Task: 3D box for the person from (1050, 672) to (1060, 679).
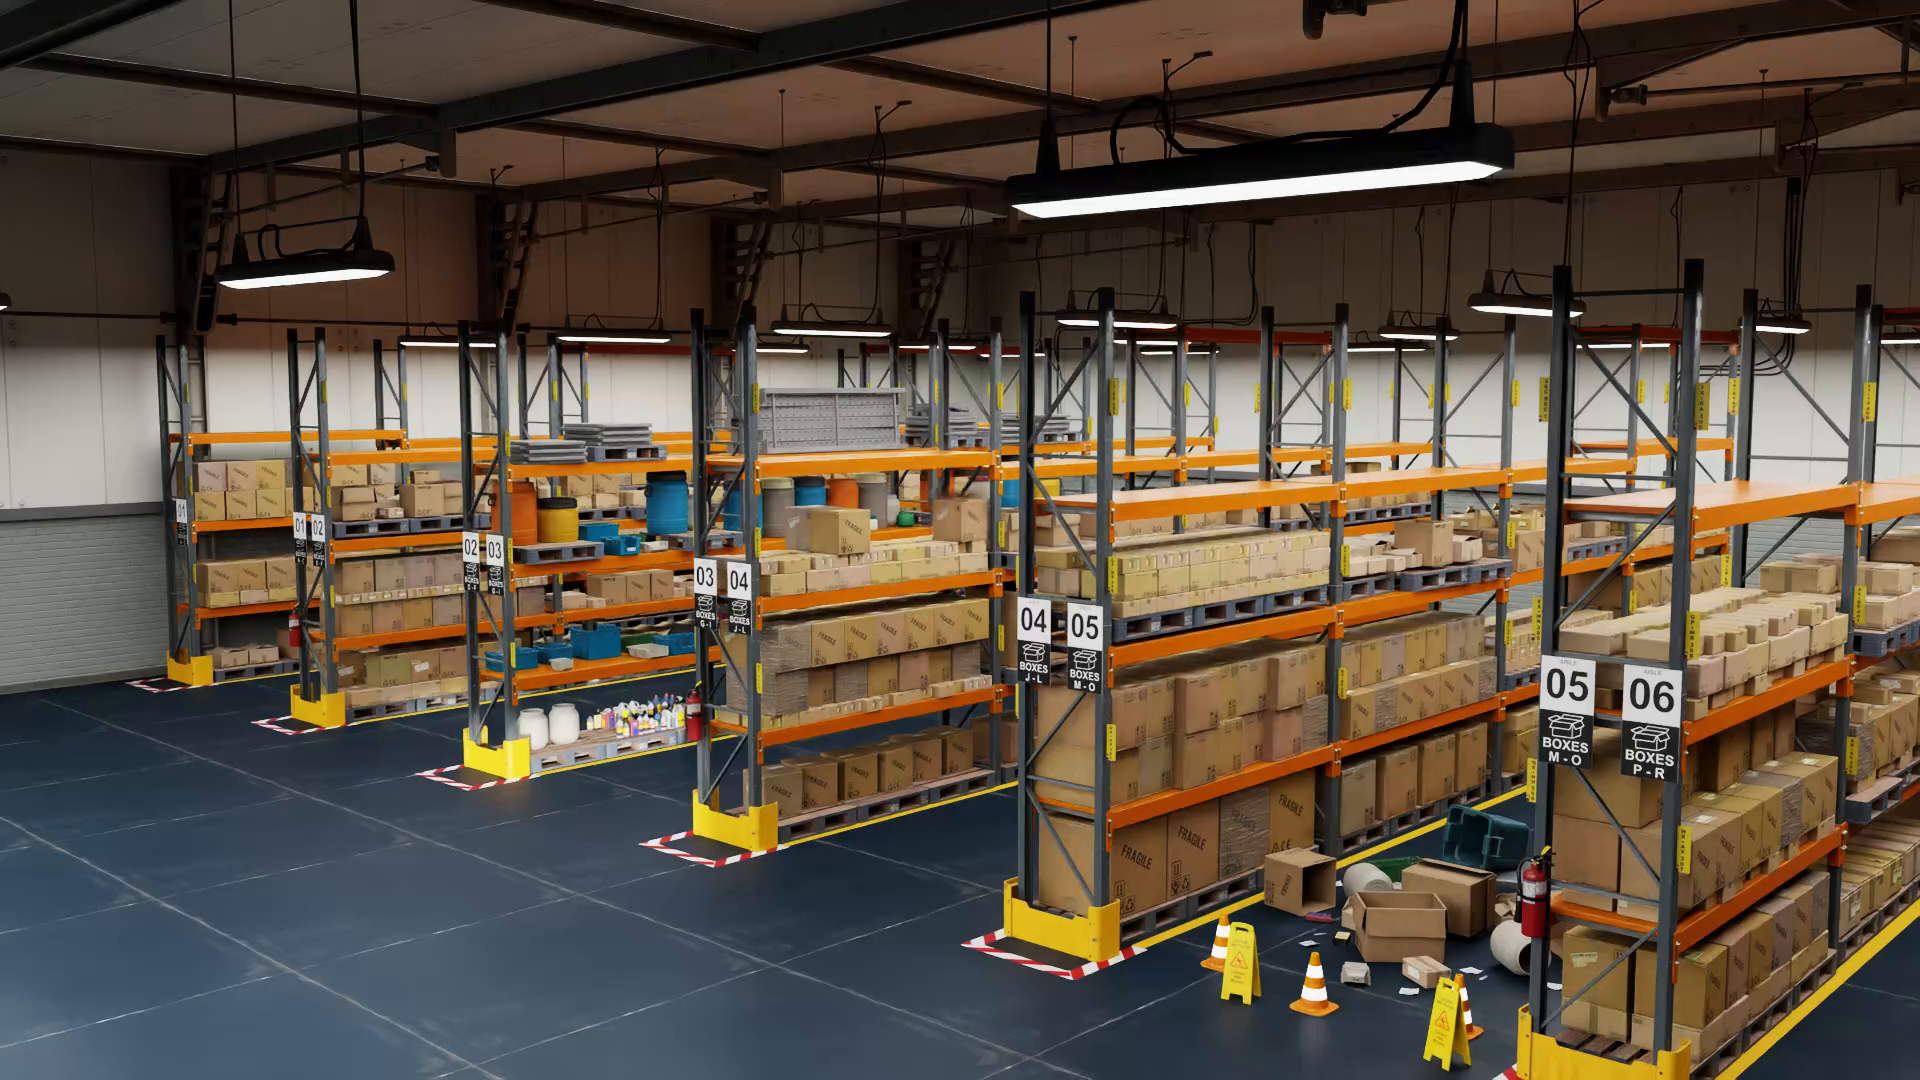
[{"bbox_3d":[1.127,2.427,20.428,0.468,1.609,1.058,5,7,40],"label":"person"}]
